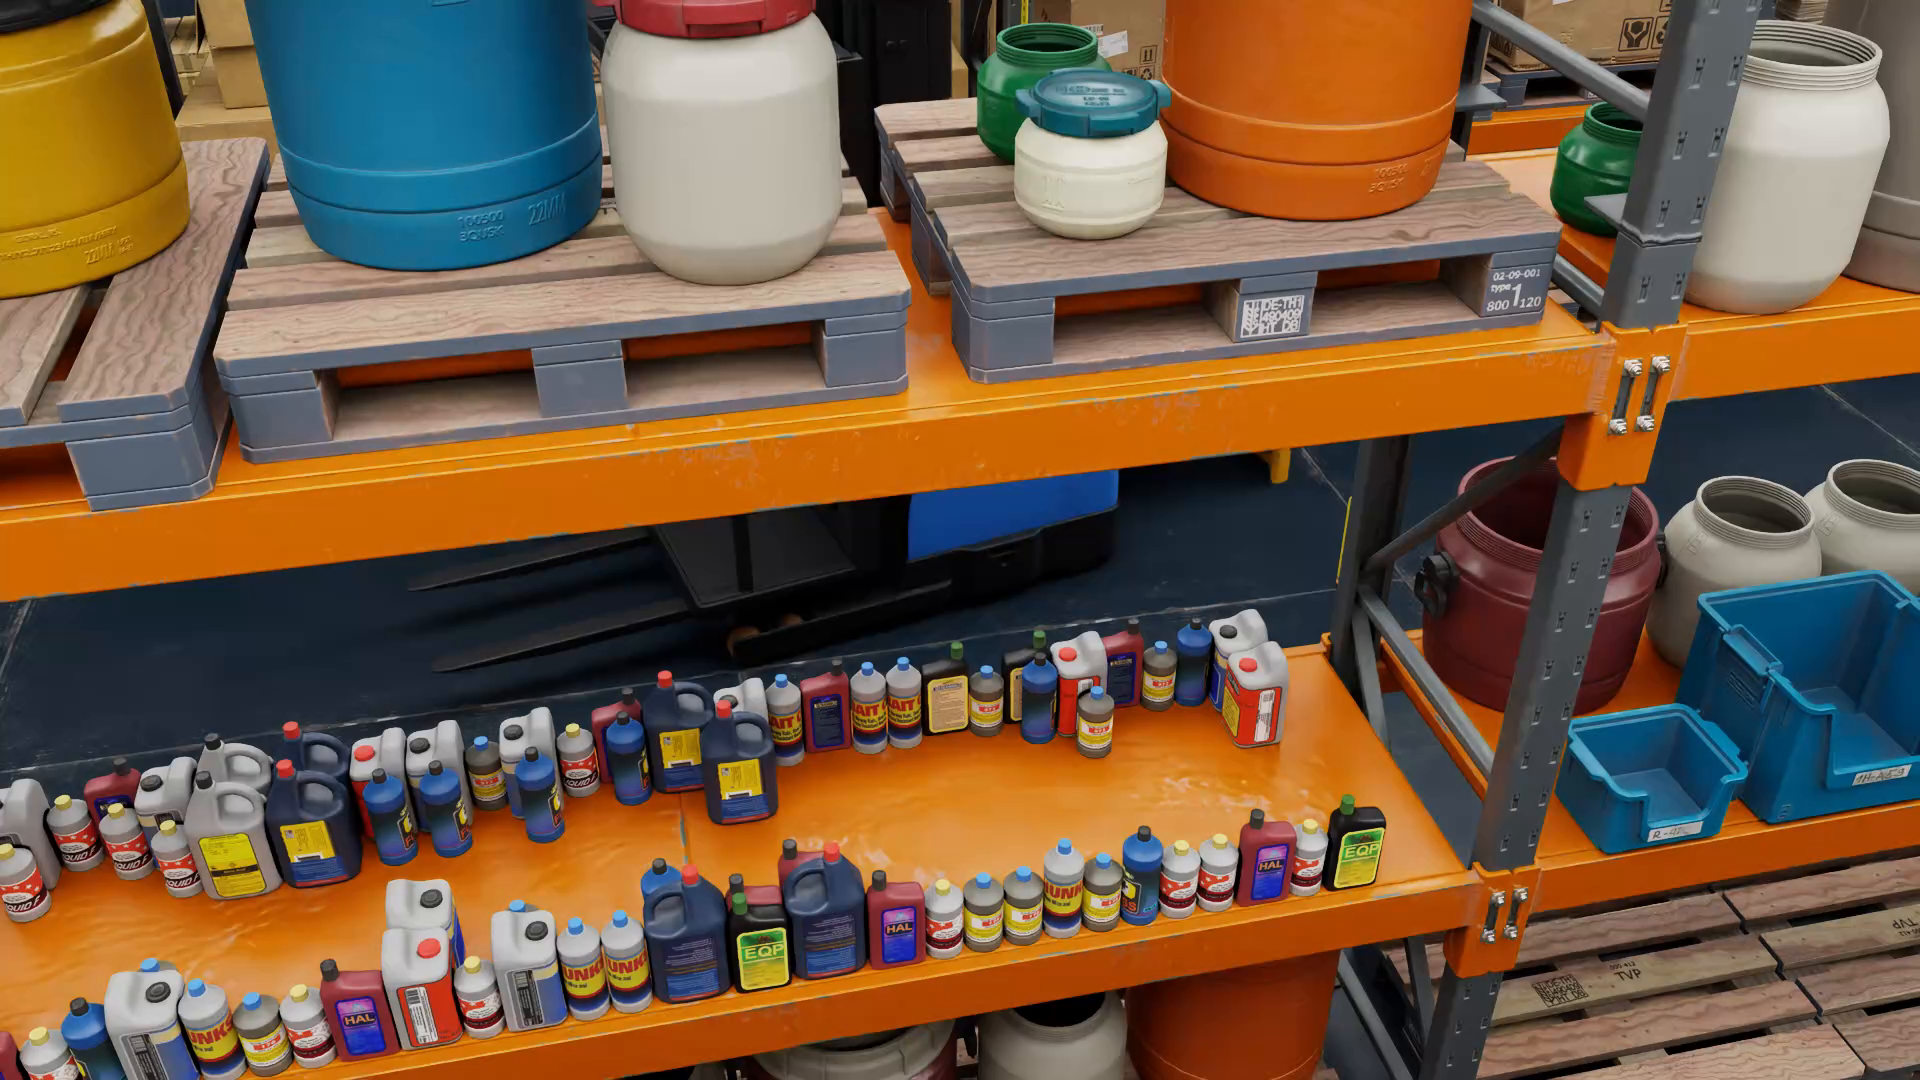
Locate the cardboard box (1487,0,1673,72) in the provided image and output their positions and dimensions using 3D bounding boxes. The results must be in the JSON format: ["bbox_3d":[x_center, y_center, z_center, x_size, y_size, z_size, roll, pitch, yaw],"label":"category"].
[{"bbox_3d":[3.270,-3.182,8.885,1.000,1.000,1.000,-7,34,-10],"label":"cardboard box"}]

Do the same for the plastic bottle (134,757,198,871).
[{"bbox_3d":[-1.965,0.677,4.160,0.135,0.276,0.152,-7,35,-11],"label":"plastic bottle"}]

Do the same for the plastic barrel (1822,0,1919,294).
[{"bbox_3d":[2.116,-1.033,3.456,0.600,0.901,0.600,0,34,0],"label":"plastic barrel"}]

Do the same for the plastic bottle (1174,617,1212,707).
[{"bbox_3d":[0.654,0.334,4.677,0.097,0.271,0.097,0,34,0],"label":"plastic bottle"}]

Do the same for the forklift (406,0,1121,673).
[{"bbox_3d":[-0.840,-1.028,6.652,3.031,2.935,1.130,-14,36,-20],"label":"forklift"}]

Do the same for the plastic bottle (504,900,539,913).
[{"bbox_3d":[-1.016,0.920,3.866,0.097,0.201,0.097,0,34,0],"label":"plastic bottle"}]

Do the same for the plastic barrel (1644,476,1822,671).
[{"bbox_3d":[2.223,0.114,4.788,0.421,0.512,0.421,0,34,0],"label":"plastic barrel"}]

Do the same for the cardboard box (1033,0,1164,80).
[{"bbox_3d":[0.692,-2.593,8.455,0.500,0.500,0.500,-11,36,-16],"label":"cardboard box"}]

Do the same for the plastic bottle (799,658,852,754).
[{"bbox_3d":[-0.364,0.446,4.498,0.133,0.283,0.061,-7,35,-11],"label":"plastic bottle"}]

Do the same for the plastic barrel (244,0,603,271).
[{"bbox_3d":[-1.004,-1.026,3.068,0.708,0.901,0.600,-7,35,-11],"label":"plastic barrel"}]

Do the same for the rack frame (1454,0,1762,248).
[{"bbox_3d":[1.267,-2.088,2.786,0.127,3.000,1.000,-7,35,-11],"label":"rack frame"}]

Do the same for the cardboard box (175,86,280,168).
[{"bbox_3d":[-3.224,-1.759,7.590,0.500,0.500,0.500,-7,35,-10],"label":"cardboard box"}]

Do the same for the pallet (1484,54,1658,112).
[{"bbox_3d":[3.298,-2.686,9.233,1.213,0.211,1.003,-7,35,-11],"label":"pallet"}]

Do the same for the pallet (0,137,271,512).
[{"bbox_3d":[-1.892,-0.422,3.164,1.003,0.211,1.213,-7,35,-11],"label":"pallet"}]

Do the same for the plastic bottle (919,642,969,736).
[{"bbox_3d":[-0.044,0.406,4.558,0.133,0.283,0.061,-7,35,-11],"label":"plastic bottle"}]

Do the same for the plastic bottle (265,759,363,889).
[{"bbox_3d":[-1.598,0.680,4.089,0.185,0.351,0.144,-7,35,-11],"label":"plastic bottle"}]

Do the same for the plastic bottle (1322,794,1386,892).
[{"bbox_3d":[0.966,0.733,4.070,0.133,0.283,0.061,-7,35,-11],"label":"plastic bottle"}]

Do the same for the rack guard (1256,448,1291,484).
[{"bbox_3d":[1.461,-0.535,8.323,0.087,0.250,0.587,-14,36,-20],"label":"rack guard"}]

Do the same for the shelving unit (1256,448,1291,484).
[{"bbox_3d":[1.008,-0.939,7.803,1.083,1.500,0.587,-14,36,-20],"label":"shelving unit"}]

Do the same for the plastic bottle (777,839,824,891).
[{"bbox_3d":[-0.361,0.818,3.944,0.133,0.283,0.061,-7,35,-11],"label":"plastic bottle"}]

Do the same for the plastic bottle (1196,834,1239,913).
[{"bbox_3d":[0.625,0.800,4.044,0.097,0.201,0.097,0,34,0],"label":"plastic bottle"}]

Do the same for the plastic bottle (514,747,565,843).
[{"bbox_3d":[-1.070,0.638,4.223,0.097,0.271,0.097,0,34,0],"label":"plastic bottle"}]

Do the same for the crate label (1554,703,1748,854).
[{"bbox_3d":[1.760,0.625,4.277,0.416,0.233,0.303,-7,35,-11],"label":"crate label"}]

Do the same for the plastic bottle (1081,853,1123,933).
[{"bbox_3d":[0.340,0.836,3.991,0.097,0.201,0.097,0,34,0],"label":"plastic bottle"}]

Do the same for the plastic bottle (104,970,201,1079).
[{"bbox_3d":[-1.742,1.052,3.602,0.135,0.276,0.152,-7,35,-11],"label":"plastic bottle"}]

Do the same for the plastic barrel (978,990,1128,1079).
[{"bbox_3d":[0.262,1.449,4.754,0.421,0.512,0.421,0,34,0],"label":"plastic barrel"}]

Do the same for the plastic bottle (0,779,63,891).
[{"bbox_3d":[-2.322,0.722,4.093,0.135,0.276,0.152,-7,35,-11],"label":"plastic bottle"}]

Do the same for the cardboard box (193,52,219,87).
[{"bbox_3d":[-3.331,-2.044,8.015,0.500,0.500,0.500,-7,35,-10],"label":"cardboard box"}]

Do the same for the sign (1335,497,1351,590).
[{"bbox_3d":[1.138,0.037,4.856,0.005,0.325,0.100,-7,35,-11],"label":"sign"}]

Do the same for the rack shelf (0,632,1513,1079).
[{"bbox_3d":[-0.684,0.948,4.291,4.000,0.370,1.077,-7,35,-11],"label":"rack shelf"}]

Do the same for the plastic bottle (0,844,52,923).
[{"bbox_3d":[-2.276,0.819,4.016,0.097,0.201,0.097,0,34,0],"label":"plastic bottle"}]

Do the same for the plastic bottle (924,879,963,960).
[{"bbox_3d":[-0.040,0.884,3.920,0.097,0.201,0.097,0,34,0],"label":"plastic bottle"}]

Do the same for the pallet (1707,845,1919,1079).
[{"bbox_3d":[3.218,1.339,5.565,1.213,0.211,1.003,-7,35,-11],"label":"pallet"}]

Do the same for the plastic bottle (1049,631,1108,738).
[{"bbox_3d":[0.322,0.389,4.590,0.135,0.276,0.152,-7,35,-11],"label":"plastic bottle"}]

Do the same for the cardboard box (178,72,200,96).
[{"bbox_3d":[-5.479,-3.325,11.928,0.250,0.149,0.380,-8,35,-12],"label":"cardboard box"}]

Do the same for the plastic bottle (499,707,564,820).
[{"bbox_3d":[-1.116,0.570,4.320,0.135,0.276,0.152,-7,35,-11],"label":"plastic bottle"}]

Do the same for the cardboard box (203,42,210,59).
[{"bbox_3d":[-5.253,-3.505,11.928,0.250,0.149,0.380,-7,34,-10],"label":"cardboard box"}]

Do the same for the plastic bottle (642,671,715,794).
[{"bbox_3d":[-0.736,0.489,4.373,0.185,0.351,0.144,-7,35,-11],"label":"plastic bottle"}]

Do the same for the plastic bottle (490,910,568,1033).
[{"bbox_3d":[-0.970,0.954,3.747,0.135,0.276,0.152,-7,35,-11],"label":"plastic bottle"}]

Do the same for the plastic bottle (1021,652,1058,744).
[{"bbox_3d":[0.216,0.423,4.543,0.097,0.271,0.097,0,34,0],"label":"plastic bottle"}]

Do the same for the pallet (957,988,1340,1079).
[{"bbox_3d":[0.507,1.681,5.056,1.213,0.211,1.003,-7,35,-11],"label":"pallet"}]

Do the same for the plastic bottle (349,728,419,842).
[{"bbox_3d":[-1.473,0.615,4.252,0.135,0.276,0.152,-7,35,-11],"label":"plastic bottle"}]

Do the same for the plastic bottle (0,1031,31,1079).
[{"bbox_3d":[-2.053,1.114,3.503,0.133,0.283,0.061,-7,35,-11],"label":"plastic bottle"}]

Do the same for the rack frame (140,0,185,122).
[{"bbox_3d":[-3.727,-1.797,7.736,0.127,3.000,1.000,-7,35,-11],"label":"rack frame"}]

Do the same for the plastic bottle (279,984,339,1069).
[{"bbox_3d":[-1.433,1.059,3.658,0.097,0.201,0.097,0,34,0],"label":"plastic bottle"}]

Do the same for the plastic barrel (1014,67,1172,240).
[{"bbox_3d":[0.253,-0.748,3.228,0.301,0.262,0.301,0,34,0],"label":"plastic barrel"}]

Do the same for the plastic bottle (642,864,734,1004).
[{"bbox_3d":[-0.623,0.882,3.788,0.185,0.351,0.144,-7,35,-11],"label":"plastic bottle"}]

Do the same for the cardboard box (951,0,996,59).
[{"bbox_3d":[-0.208,-4.263,13.053,0.750,0.750,1.050,-8,35,-11],"label":"cardboard box"}]
